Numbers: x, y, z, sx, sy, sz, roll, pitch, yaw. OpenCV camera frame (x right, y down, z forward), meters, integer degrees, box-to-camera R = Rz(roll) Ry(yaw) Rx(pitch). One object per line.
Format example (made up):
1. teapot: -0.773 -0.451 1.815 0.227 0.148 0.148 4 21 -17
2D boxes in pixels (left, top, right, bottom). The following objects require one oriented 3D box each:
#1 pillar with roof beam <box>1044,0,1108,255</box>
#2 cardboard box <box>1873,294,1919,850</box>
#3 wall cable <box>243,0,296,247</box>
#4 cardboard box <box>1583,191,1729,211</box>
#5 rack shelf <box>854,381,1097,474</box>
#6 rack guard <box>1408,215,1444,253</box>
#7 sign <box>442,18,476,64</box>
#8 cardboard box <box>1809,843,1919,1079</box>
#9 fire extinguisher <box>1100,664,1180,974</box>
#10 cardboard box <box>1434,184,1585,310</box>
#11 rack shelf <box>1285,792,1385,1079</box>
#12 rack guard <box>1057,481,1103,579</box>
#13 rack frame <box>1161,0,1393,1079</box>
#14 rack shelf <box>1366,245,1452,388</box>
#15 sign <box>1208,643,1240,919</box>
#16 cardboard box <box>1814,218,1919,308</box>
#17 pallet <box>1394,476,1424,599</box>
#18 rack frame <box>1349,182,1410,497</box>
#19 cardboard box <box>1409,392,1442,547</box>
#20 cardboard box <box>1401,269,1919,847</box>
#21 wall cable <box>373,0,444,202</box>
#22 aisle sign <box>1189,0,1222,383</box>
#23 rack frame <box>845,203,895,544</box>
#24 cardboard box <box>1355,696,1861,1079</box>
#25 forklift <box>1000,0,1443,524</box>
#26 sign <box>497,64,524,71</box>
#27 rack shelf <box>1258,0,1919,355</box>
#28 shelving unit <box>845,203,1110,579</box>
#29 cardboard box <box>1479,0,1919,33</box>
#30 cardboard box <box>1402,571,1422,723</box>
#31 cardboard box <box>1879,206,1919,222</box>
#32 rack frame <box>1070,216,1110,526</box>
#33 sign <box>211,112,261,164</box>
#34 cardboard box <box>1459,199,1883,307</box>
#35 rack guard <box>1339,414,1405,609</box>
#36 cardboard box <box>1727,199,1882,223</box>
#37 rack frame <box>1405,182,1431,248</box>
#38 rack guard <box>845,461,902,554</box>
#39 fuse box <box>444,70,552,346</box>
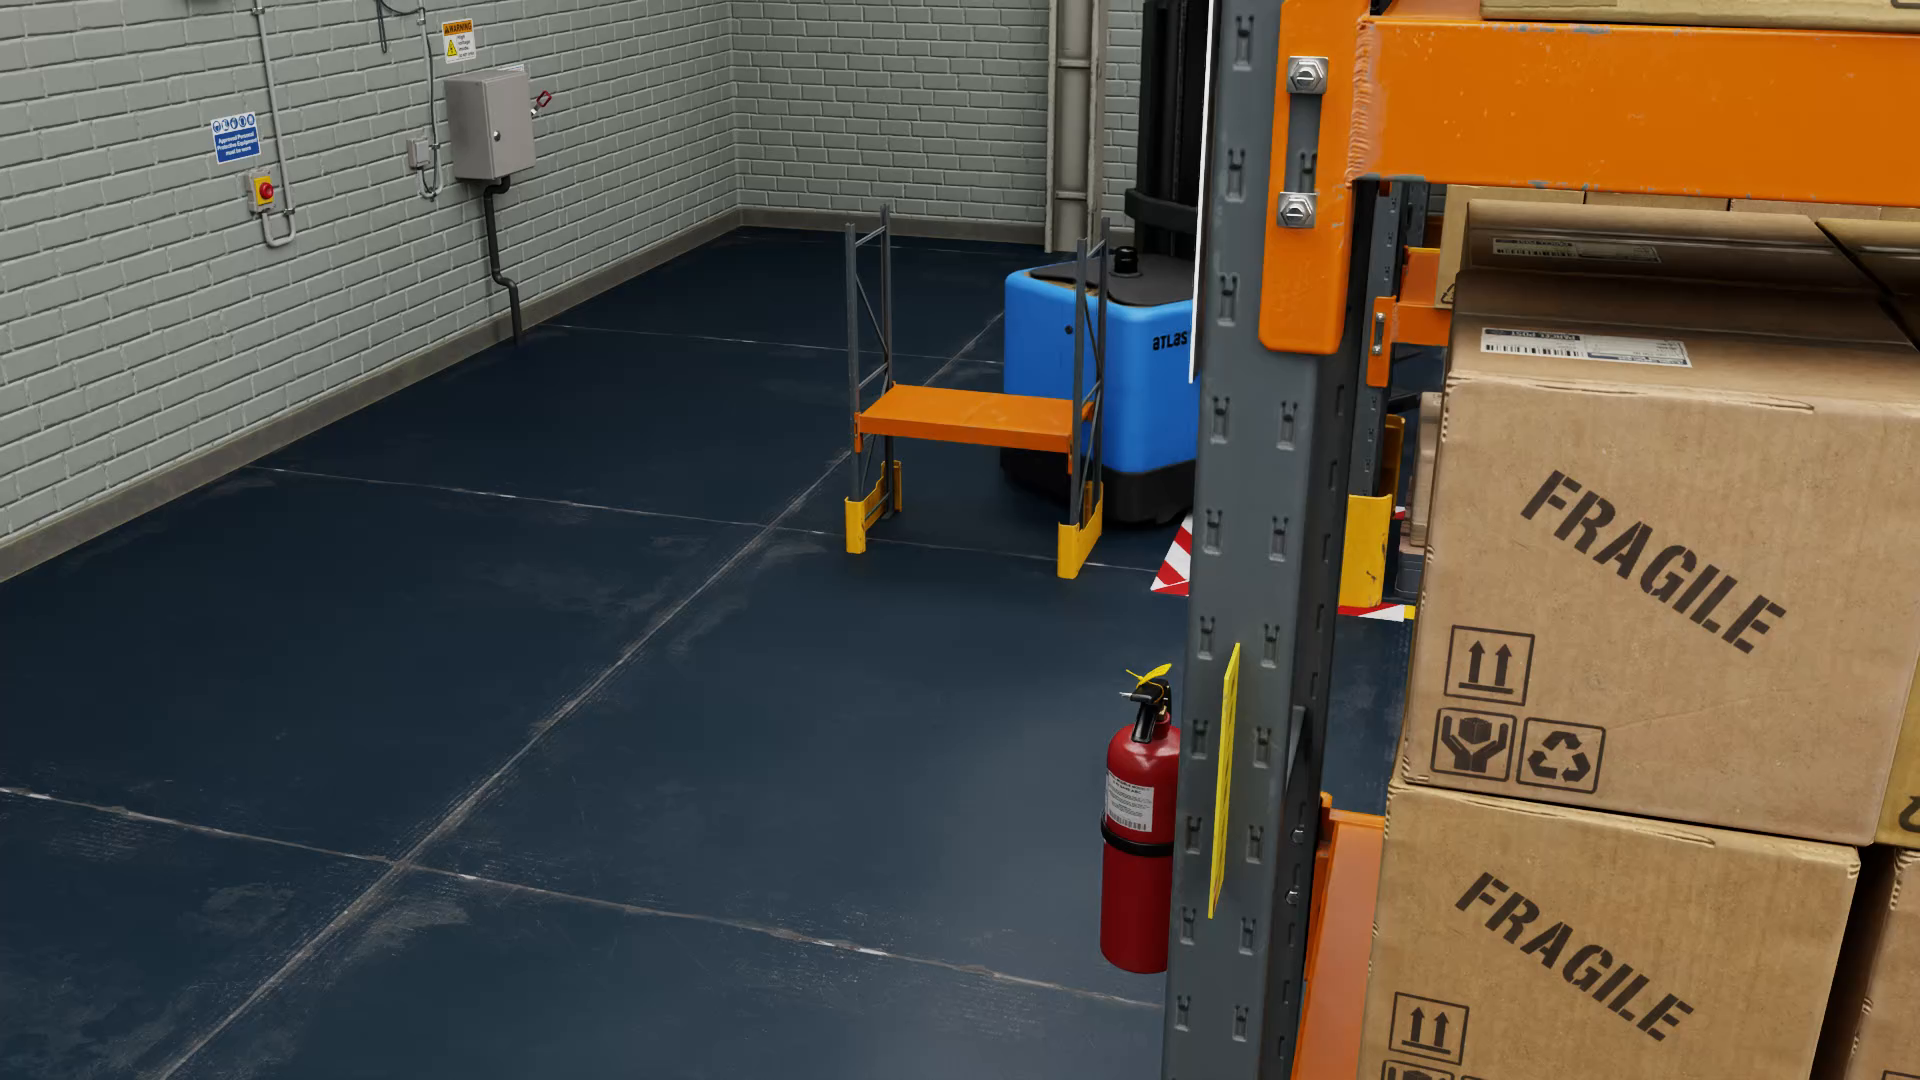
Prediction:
1. pillar with roof beam: -0.330 -4.957 7.998 0.400 9.000 9.100 7 23 16
2. cardboard box: 1.309 0.043 1.872 0.500 0.500 0.500 7 23 17
3. wall cable: -3.601 -2.413 8.320 0.123 1.953 0.585 7 23 16
4. cardboard box: 2.673 -1.163 6.521 0.500 0.500 0.500 6 23 15
5. rack shelf: 0.082 -0.518 7.531 1.000 0.185 0.538 7 23 16
6. rack guard: 3.307 -1.958 11.884 0.348 0.500 1.175 7 23 16
7. sign: -3.069 -3.060 10.190 0.001 0.242 0.339 7 23 16
8. cardboard box: 1.341 0.506 2.061 0.500 0.500 0.500 7 23 16
9. fire extinguisher: 0.363 0.504 3.183 0.183 0.674 0.296 7 23 16
10. cardboard box: 2.181 -1.208 6.631 0.500 0.500 0.500 6 23 15
11. rack shelf: 2.386 1.043 2.223 4.000 0.370 1.077 7 23 16
12. rack guard: 0.550 -0.053 7.569 0.087 0.250 0.587 7 23 16
13. rack frame: 0.470 0.492 2.618 0.053 2.616 0.949 7 23 16
14. rack shelf: 3.719 -0.767 6.635 4.000 0.370 1.077 7 23 16
15. sign: 0.314 0.287 1.976 0.005 0.325 0.100 7 23 16
16. cardboard box: 1.466 -0.140 2.319 0.500 0.500 0.500 6 23 14
17. pallet: 2.592 0.031 7.418 1.213 0.211 1.003 7 23 16
18. rack frame: 1.804 -1.319 7.033 0.127 3.000 1.000 7 23 16
19. cardboard box: 2.465 -0.292 7.351 0.875 0.438 0.875 6 23 14
20. cardboard box: 0.824 -0.010 2.001 0.500 0.500 0.500 6 23 15
21. wall cable: -3.203 -2.915 9.585 0.122 1.984 0.588 7 23 16
22. aisle sign: 0.314 -0.611 1.882 0.004 0.787 0.394 7 23 16
23. rack frame: -0.405 -0.740 7.598 0.032 1.500 0.500 7 23 16
24. cardboard box: 0.821 0.456 2.181 0.500 0.500 0.500 8 24 18
25. forklift: 1.696 -1.855 8.429 3.031 2.935 1.130 -15 27 -33
26. sign: -2.910 -2.834 10.851 0.001 0.494 0.329 7 23 16
27. rack shelf: 2.386 -0.345 1.654 4.000 0.370 1.077 7 23 16
28. shelving unit: 0.073 -0.686 7.465 1.083 1.500 0.587 7 23 16
29. cardboard box: 0.827 -0.686 1.734 0.500 0.250 0.500 7 23 17
30. cardboard box: 0.975 0.263 2.654 0.500 0.500 0.500 7 23 17
31. cardboard box: 3.639 -1.052 6.250 0.500 0.500 0.500 7 23 17
32. rack frame: 0.568 -0.629 7.327 0.032 1.500 0.500 7 23 16
33. sign: -3.674 -2.043 8.441 0.001 0.218 0.327 7 23 16
34. cardboard box: 0.981 -0.196 2.454 0.500 0.500 0.500 6 23 14
35. rack guard: 1.781 -0.165 7.514 0.348 0.500 1.175 7 23 16
36. cardboard box: 3.155 -1.101 6.369 0.500 0.500 0.500 6 23 15
37. rack frame: 3.234 -3.123 11.430 0.127 3.000 1.000 7 23 16
38. rack guard: -0.404 -0.162 7.835 0.087 0.250 0.587 7 23 16
39. fuse box: -2.855 -2.080 10.585 0.414 1.711 0.539 7 23 16
